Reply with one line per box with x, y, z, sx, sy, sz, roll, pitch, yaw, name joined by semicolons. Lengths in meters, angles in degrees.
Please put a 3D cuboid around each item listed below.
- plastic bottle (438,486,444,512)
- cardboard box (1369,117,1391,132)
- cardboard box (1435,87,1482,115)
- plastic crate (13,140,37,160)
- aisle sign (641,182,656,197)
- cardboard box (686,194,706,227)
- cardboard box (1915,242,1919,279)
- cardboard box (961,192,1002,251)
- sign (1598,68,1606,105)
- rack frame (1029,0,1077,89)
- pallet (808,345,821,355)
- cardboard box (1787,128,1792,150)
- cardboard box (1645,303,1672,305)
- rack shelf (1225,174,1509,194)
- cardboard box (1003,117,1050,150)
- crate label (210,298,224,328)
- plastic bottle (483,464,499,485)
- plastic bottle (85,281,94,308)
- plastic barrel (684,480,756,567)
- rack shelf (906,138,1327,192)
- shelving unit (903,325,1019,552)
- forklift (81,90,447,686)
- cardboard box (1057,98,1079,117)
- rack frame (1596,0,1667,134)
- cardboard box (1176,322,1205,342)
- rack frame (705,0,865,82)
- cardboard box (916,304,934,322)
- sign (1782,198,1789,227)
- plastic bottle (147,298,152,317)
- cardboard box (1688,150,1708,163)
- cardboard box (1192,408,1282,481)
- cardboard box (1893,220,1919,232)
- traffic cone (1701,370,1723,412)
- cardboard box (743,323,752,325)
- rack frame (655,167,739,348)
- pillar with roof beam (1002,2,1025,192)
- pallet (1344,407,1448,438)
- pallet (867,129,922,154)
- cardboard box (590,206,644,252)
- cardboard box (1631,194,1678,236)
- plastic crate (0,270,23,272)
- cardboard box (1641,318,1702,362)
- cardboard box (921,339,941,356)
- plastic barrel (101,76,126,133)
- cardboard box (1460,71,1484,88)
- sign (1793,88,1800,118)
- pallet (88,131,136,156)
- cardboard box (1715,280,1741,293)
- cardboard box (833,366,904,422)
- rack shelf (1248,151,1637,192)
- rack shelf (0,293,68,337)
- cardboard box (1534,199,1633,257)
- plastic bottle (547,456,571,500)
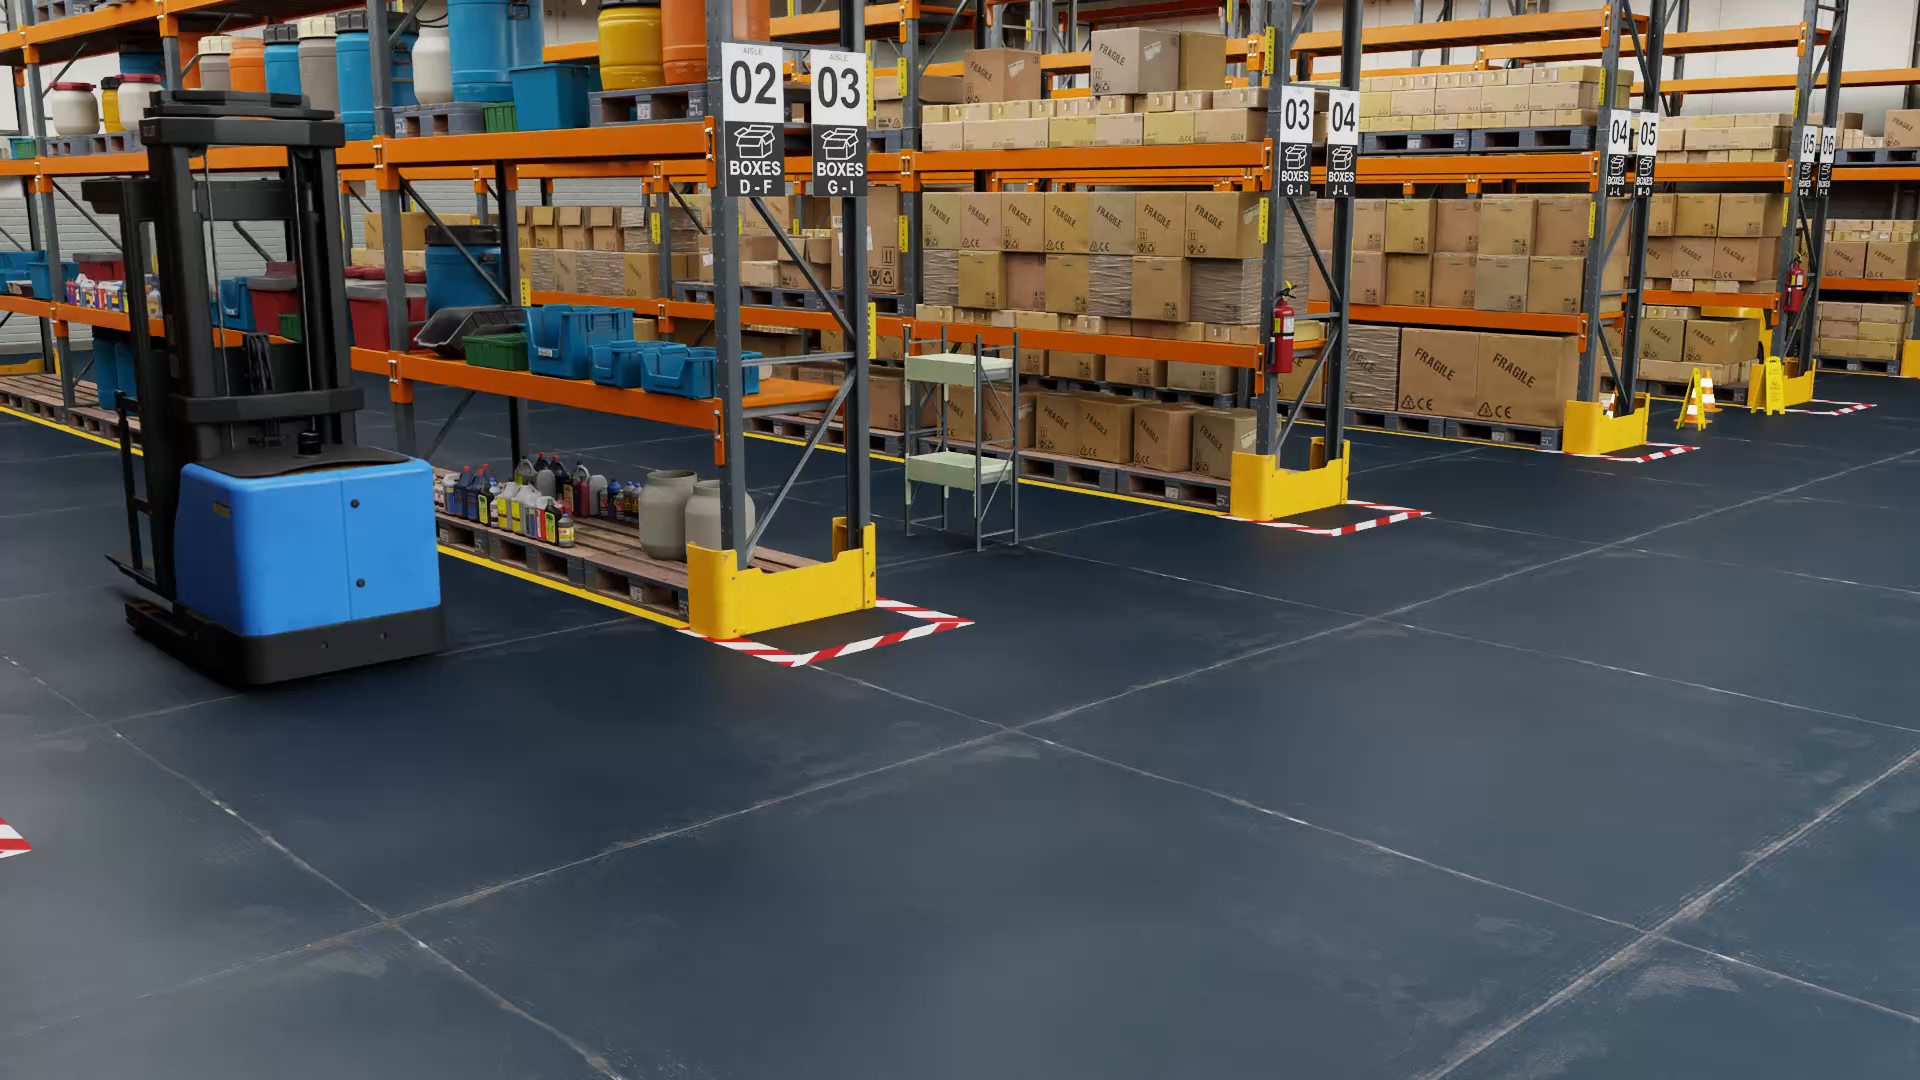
-3.653;-0.304;11.798;0.097;0.201;0.097;0;12;0;plastic bottle
4.430;-4.278;17.141;0.380;0.149;0.250;-11;16;-43;cardboard box
5.074;-4.354;16.525;0.500;0.250;0.500;-11;16;-43;cardboard box
-9.732;-4.149;17.708;0.450;0.188;0.662;-11;16;-43;plastic crate
-5.011;-5.956;26.947;0.394;0.787;0.004;-11;16;-43;aisle sign
-3.930;-5.144;25.985;0.500;0.500;0.500;-11;16;-44;cardboard box
13.262;-3.936;23.335;0.500;0.500;0.500;-10;15;-41;cardboard box
0.359;-2.797;14.592;0.500;0.500;0.500;-11;16;-43;cardboard box
5.903;-4.170;15.285;0.100;0.325;0.005;-11;16;-43;sign
1.529;-7.773;27.341;1.000;3.000;0.127;-11;16;-43;rack frame
-2.471;-2.858;25.260;1.003;0.211;1.213;-11;16;-43;pallet
9.661;-4.736;19.665;0.500;0.250;0.500;-11;16;-44;cardboard box
10.748;-3.594;25.219;0.500;0.250;0.500;-11;16;-43;cardboard box
5.672;-5.076;23.466;1.077;0.370;4.000;-11;16;-43;rack shelf
0.716;-3.430;14.066;0.500;0.250;0.500;11;16;43;cardboard box
-6.439;-1.984;14.525;0.303;0.233;0.416;-11;16;-43;crate label
-3.335;-0.359;11.694;0.144;0.351;0.185;-11;16;-43;plastic bottle
-8.864;-2.506;16.961;0.097;0.271;0.097;0;12;0;plastic bottle
-1.444;-0.085;10.016;0.421;0.512;0.421;0;12;0;plastic barrel
1.267;-3.112;13.930;1.077;0.370;4.000;-11;16;-43;rack shelf
0.005;-0.734;11.755;0.431;1.500;0.755;-11;16;-43;shelving unit
-4.071;-0.948;9.248;1.130;2.935;3.031;-10;15;-41;forklift
1.018;-3.569;13.752;0.380;0.149;0.250;-10;16;-41;cardboard box
6.305;-5.318;15.421;1.000;3.000;0.127;-11;16;-43;rack frame
1.920;-1.658;13.150;0.380;0.149;0.250;-11;16;-43;cardboard box
-0.934;-3.951;8.788;1.000;3.000;0.127;-11;16;-43;rack frame
-0.183;-2.090;15.246;0.380;0.149;0.250;-11;16;-43;cardboard box
9.401;-3.731;18.936;0.100;0.325;0.005;-11;16;-43;sign
-7.608;-2.207;15.680;0.097;0.201;0.097;0;12;0;plastic bottle
8.886;-4.564;19.822;0.380;0.149;0.250;-11;16;-42;cardboard box
2.229;-0.778;13.406;0.500;0.500;0.500;-7;14;-32;cardboard box
13.003;-4.311;22.811;0.380;0.149;0.250;-11;16;-42;cardboard box
8.586;-1.724;19.134;0.336;0.463;0.334;-11;16;-43;traffic cone
-3.174;-3.389;25.480;0.250;0.149;0.380;11;16;42;cardboard box
-2.876;-2.870;18.410;1.000;3.000;0.127;-11;16;-43;rack frame
-1.970;-8.969;33.142;9.100;9.000;0.548;-11;16;-43;pillar with roof beam
4.858;-1.297;17.685;1.003;0.211;1.213;-11;16;-43;pallet
-0.463;-3.769;15.802;1.213;0.211;1.003;-11;16;-43;pallet
-3.818;-3.615;19.291;0.797;0.503;0.637;-10;16;-41;cardboard box
8.534;-3.947;20.174;0.700;0.500;0.500;-11;16;-43;cardboard box
-11.142;-3.021;19.407;0.416;0.233;0.300;-11;16;-43;plastic crate
8.711;-2.466;20.364;0.500;0.500;0.500;-10;15;-40;cardboard box
-0.219;-2.664;22.563;0.500;0.500;0.500;-10;15;-40;cardboard box
-8.444;-4.426;17.020;0.600;0.588;0.600;0;12;0;plastic barrel
5.128;-4.521;16.345;0.380;0.149;0.250;-11;16;-42;cardboard box
9.401;-4.912;18.693;0.100;0.325;0.005;-11;16;-43;sign
-7.824;-3.875;16.319;1.003;0.211;1.213;-11;16;-43;pallet
9.148;-3.007;19.696;0.380;0.149;0.250;-11;16;-43;cardboard box
-0.838;-1.443;16.584;0.700;0.500;0.500;-11;16;-43;cardboard box
4.924;-3.788;17.213;1.077;0.370;4.000;-11;16;-43;rack shelf
-10.602;-2.703;19.383;1.077;0.370;4.000;-11;16;-43;rack shelf
6.077;-3.041;16.191;0.875;0.550;0.550;-11;16;-43;cardboard box
-2.911;-0.433;12.052;0.185;0.351;0.144;11;16;42;plastic bottle
